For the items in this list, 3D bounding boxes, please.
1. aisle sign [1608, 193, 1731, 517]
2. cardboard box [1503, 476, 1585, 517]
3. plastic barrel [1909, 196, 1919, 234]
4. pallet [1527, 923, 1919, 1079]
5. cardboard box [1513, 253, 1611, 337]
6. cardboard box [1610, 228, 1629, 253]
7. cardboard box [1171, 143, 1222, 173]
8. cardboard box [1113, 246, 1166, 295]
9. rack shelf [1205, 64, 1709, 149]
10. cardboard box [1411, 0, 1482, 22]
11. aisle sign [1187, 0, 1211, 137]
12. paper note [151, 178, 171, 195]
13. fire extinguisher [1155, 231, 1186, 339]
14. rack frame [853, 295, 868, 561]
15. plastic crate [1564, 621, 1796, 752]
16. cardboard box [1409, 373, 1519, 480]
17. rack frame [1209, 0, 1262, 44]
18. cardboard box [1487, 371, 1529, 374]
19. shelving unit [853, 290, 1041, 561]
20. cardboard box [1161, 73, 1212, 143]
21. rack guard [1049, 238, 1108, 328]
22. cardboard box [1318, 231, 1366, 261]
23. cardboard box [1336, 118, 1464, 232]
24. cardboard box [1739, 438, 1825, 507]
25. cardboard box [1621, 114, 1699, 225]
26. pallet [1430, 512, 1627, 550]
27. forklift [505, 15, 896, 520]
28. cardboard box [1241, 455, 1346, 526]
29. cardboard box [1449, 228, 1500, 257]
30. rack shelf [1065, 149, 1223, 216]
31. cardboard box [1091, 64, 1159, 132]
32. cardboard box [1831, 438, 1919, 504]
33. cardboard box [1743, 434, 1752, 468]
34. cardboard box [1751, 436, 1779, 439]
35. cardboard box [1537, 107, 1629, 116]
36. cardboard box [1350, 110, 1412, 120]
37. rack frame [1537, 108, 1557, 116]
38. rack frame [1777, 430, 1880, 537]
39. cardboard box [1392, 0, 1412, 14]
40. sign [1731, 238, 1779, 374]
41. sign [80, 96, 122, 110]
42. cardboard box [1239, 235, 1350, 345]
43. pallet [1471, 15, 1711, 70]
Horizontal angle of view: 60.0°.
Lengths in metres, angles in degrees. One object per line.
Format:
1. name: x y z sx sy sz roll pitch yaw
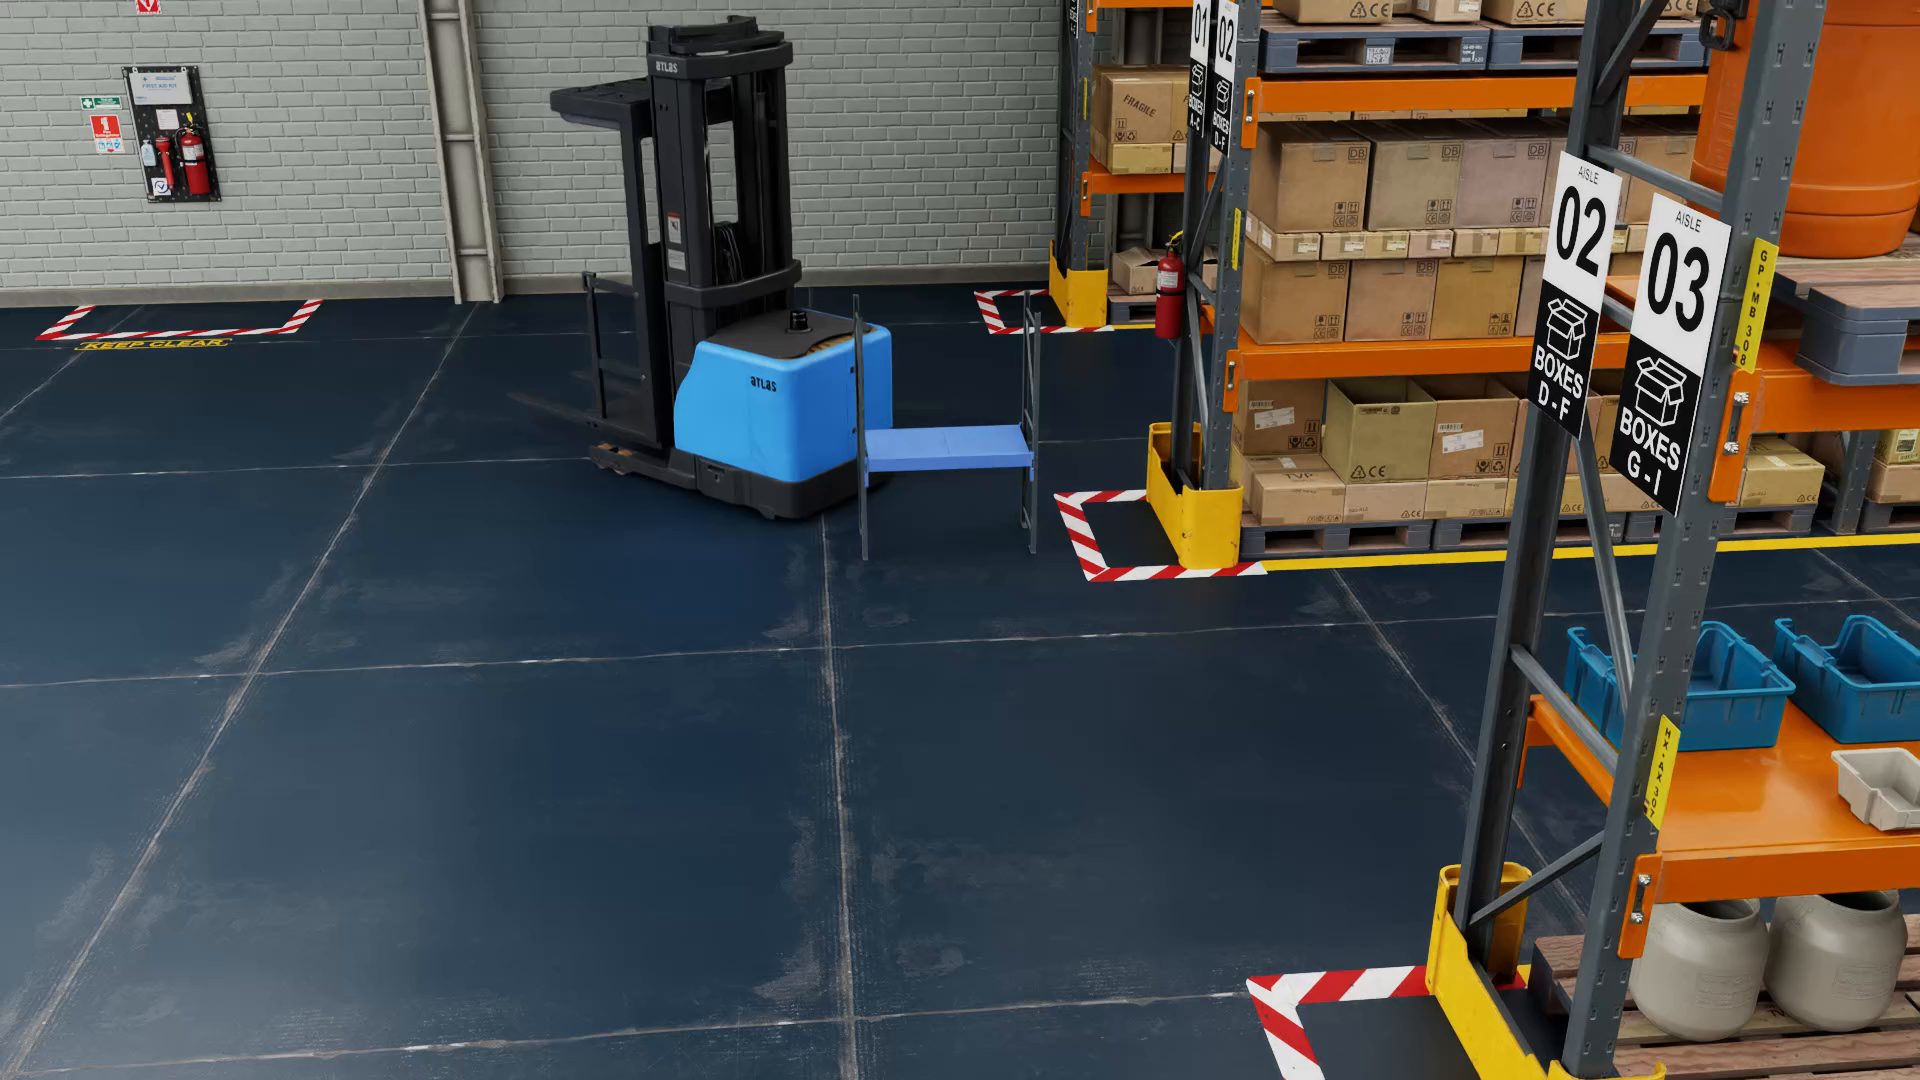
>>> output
1. aisle sign: 1.901 -0.501 4.483 0.004 0.787 0.394 -2 24 -5
2. cardboard box: 3.509 -0.363 10.241 0.500 0.250 0.500 -2 24 -5
3. plastic barrel: 3.066 -1.180 4.769 0.600 0.588 0.600 0 24 0
4. pallet: 2.824 1.788 5.968 1.213 0.211 1.003 -2 24 -5
5. cardboard box: 3.467 -1.559 9.941 0.500 0.500 0.700 -2 24 -4
6. cardboard box: 3.664 -1.779 9.638 0.250 0.149 0.380 -2 24 -3
7. cardboard box: 2.003 -3.297 14.135 0.500 0.250 0.500 -3 24 -7
8. cardboard box: 1.668 -2.402 14.731 0.500 0.311 0.500 -5 24 -11
9. rack shelf: 3.451 -2.558 9.506 4.000 0.370 1.077 -2 24 -5
10. cardboard box: 2.649 -2.924 9.062 0.250 0.149 0.380 -2 24 -5
11. aisle sign: 1.367 -2.741 9.522 0.004 0.787 0.394 -2 24 -5
12. paper note: -7.035 -3.112 14.643 0.142 0.148 0.016 -2 24 -5
13. fire extinguisher: 1.298 -1.584 10.217 0.183 0.674 0.296 -2 24 -5
14. rack frame: -0.591 -0.662 9.892 0.032 1.500 0.500 -2 24 -5
15. plastic crate: 2.413 0.493 5.632 0.616 0.251 0.499 -2 24 -5
16. cardboard box: 3.010 -0.692 10.059 0.500 0.500 0.500 -2 24 -5
17. rack frame: 1.461 -4.178 8.571 0.127 3.000 1.000 -2 24 -5
18. cardboard box: 3.457 -0.922 10.576 0.500 0.500 0.500 -2 24 -5
19. shelving unit: -0.085 -0.682 9.938 1.048 1.500 0.538 -2 24 -5
20. cardboard box: 1.968 -3.635 13.972 0.500 0.500 0.500 -2 24 -5
21. rack guard: 1.046 -2.300 14.808 0.348 0.500 1.175 -2 24 -5
22. cardboard box: 2.135 -1.719 9.503 0.250 0.149 0.380 -3 24 -7
23. cardboard box: 2.502 -2.114 9.593 0.500 0.500 0.700 -3 24 -7
24. cardboard box: 5.002 -0.425 10.381 0.500 0.250 0.500 -2 24 -5
25. cardboard box: 3.999 -2.174 9.728 0.500 0.500 0.700 -2 24 -5
26. pallet: 3.429 -0.257 10.569 1.213 0.211 1.003 -2 24 -5
27. forklift: -1.904 -1.931 10.985 3.031 2.935 1.130 17 29 34
28. cardboard box: 2.017 -0.304 10.108 0.500 0.250 0.500 -2 24 -5
29. cardboard box: 2.900 -1.749 9.571 0.250 0.149 0.380 -3 24 -7
30. rack shelf: 2.961 -3.190 14.619 4.000 0.370 1.077 -2 24 -5
31. cardboard box: 1.419 -3.827 14.403 0.500 0.500 0.500 -3 24 -6
32. cardboard box: 5.867 -0.448 10.432 0.500 0.250 0.500 -3 24 -6
33. cardboard box: 4.503 -0.752 10.195 0.500 0.500 0.500 -2 24 -5
34. cardboard box: 4.950 -0.636 10.856 0.500 0.250 0.500 -2 24 -5
35. cardboard box: 5.461 -3.852 14.558 0.500 0.500 0.700 -2 24 -5
36. cardboard box: 3.513 -3.700 14.118 0.500 0.500 0.500 -3 24 -7
37. rack frame: 4.951 -3.598 14.653 0.127 3.000 1.000 -2 24 -5
38. rack frame: 5.442 -1.596 10.148 0.127 3.000 1.000 -2 24 -5
39. cardboard box: 2.581 -3.147 9.440 0.500 0.250 0.500 -2 24 -5
40. sign: 1.994 -0.587 4.173 0.005 0.325 0.100 -2 24 -5
41. sign: -7.407 -3.768 14.338 0.331 0.109 0.001 -2 24 -5
42. cardboard box: 1.927 -1.496 9.799 0.500 0.500 0.700 -2 24 -5
43. pallet: 3.384 -2.835 9.350 1.213 0.211 1.003 -2 24 -5
